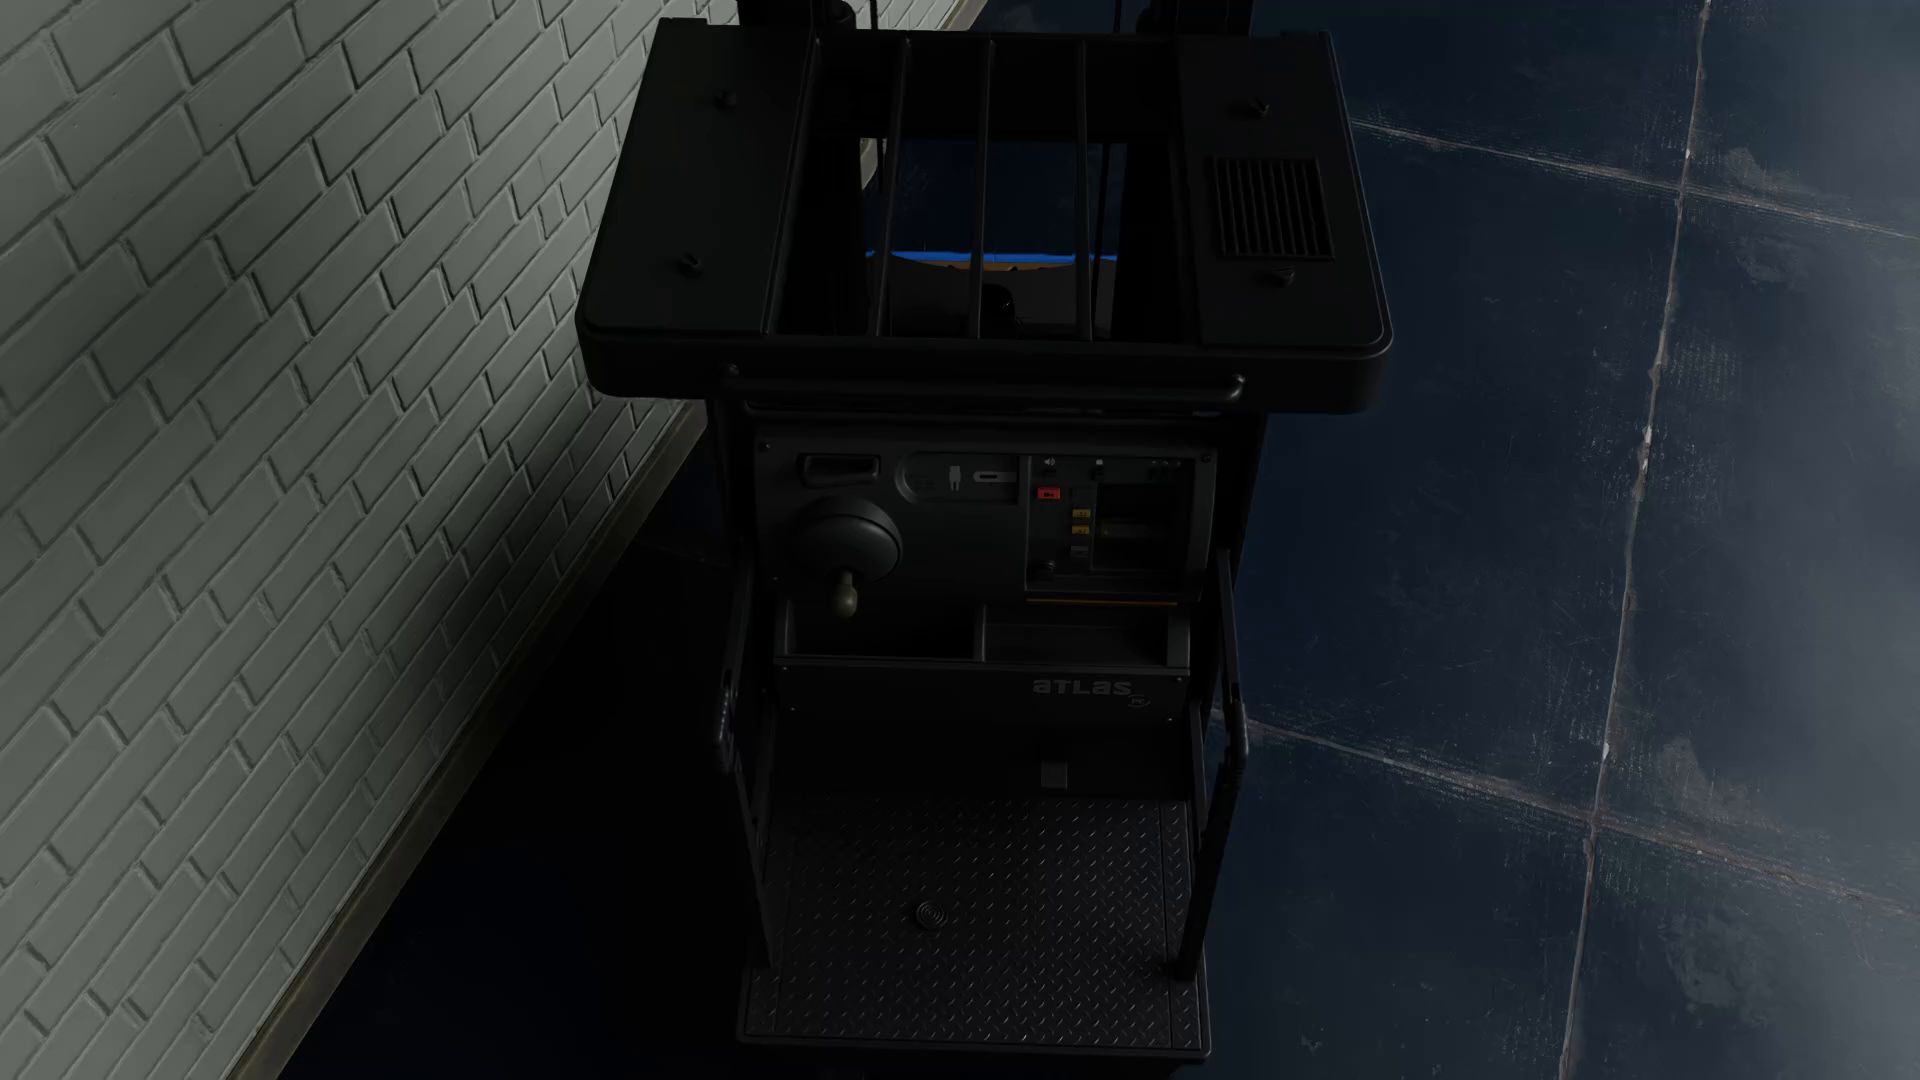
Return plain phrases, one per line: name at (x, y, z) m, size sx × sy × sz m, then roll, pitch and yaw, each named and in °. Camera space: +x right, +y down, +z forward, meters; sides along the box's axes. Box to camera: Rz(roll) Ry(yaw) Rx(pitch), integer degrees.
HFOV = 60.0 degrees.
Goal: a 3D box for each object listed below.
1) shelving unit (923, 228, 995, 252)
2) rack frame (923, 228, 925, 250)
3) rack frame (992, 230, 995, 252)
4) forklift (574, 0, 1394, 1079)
shelving unit at (-0.008, -0.521, 5.106) m, size 0.210 × 0.900 × 0.258 m, roll 1°, pitch 49°, yaw 1°
rack frame at (-0.109, -0.523, 5.108) m, size 0.006 × 0.900 × 0.240 m, roll 1°, pitch 49°, yaw 1°
rack frame at (0.094, -0.518, 5.103) m, size 0.006 × 0.900 × 0.240 m, roll 1°, pitch 49°, yaw 1°
forklift at (0.043, 0.073, 3.247) m, size 1.130 × 2.935 × 3.031 m, roll 1°, pitch 49°, yaw 1°
